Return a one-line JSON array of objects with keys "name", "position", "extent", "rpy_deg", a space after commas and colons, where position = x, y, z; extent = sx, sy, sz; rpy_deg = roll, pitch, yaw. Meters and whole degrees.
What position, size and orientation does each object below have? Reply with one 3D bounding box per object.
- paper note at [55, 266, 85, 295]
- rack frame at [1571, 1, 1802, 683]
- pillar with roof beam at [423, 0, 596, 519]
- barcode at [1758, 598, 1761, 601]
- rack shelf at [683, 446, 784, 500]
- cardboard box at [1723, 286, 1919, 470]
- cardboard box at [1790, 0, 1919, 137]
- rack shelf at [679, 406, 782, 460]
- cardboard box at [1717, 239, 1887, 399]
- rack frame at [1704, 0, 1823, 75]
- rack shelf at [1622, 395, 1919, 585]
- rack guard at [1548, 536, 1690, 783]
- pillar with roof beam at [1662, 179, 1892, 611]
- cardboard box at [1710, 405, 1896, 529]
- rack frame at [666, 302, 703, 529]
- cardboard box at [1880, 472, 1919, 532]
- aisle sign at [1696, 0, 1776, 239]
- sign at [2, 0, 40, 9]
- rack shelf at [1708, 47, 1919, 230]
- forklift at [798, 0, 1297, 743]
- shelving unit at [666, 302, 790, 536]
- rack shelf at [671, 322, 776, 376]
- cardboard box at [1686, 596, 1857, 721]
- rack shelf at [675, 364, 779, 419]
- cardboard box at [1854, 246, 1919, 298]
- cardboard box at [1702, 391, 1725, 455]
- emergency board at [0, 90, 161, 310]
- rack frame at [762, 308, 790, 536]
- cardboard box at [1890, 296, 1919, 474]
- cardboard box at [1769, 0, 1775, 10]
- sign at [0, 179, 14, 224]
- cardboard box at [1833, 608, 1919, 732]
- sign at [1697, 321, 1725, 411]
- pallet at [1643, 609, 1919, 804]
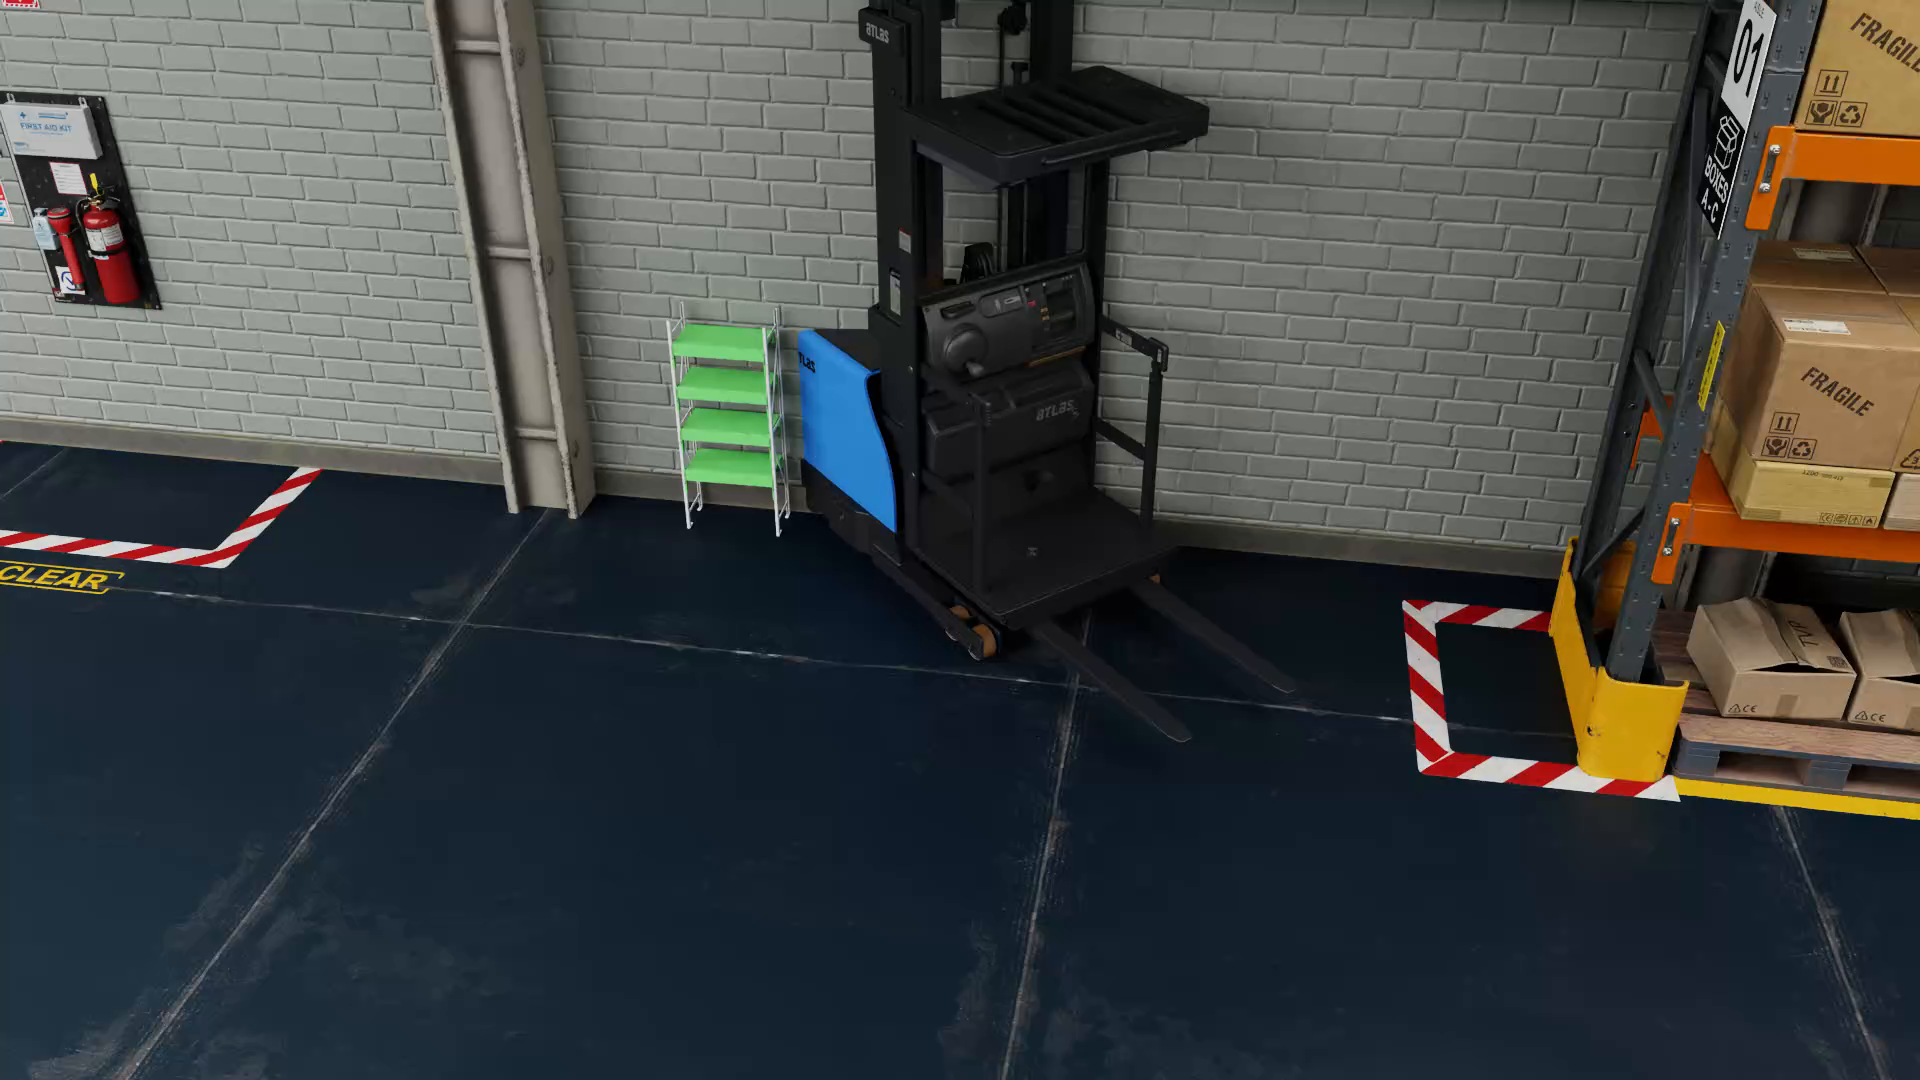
[{"name": "paper note", "position": [-4.812, -1.403, 8.994], "extent": [0.142, 0.148, 0.016], "rpy_deg": [5, 32, 8]}, {"name": "rack frame", "position": [2.859, -0.558, 6.815], "extent": [0.127, 3.000, 1.000], "rpy_deg": [5, 32, 8]}, {"name": "pillar with roof beam", "position": [-2.944, -1.775, 3.105], "extent": [0.400, 9.000, 9.100], "rpy_deg": [5, 32, 8]}, {"name": "barcode", "position": [3.611, 0.292, 7.567], "extent": [0.075, 0.075, 0.001], "rpy_deg": [5, 32, 8]}, {"name": "rack shelf", "position": [-1.183, -0.355, 8.758], "extent": [0.480, 0.148, 0.258], "rpy_deg": [5, 32, 8]}, {"name": "cardboard box", "position": [3.279, -0.621, 6.331], "extent": [0.500, 0.500, 0.500], "rpy_deg": [5, 32, 8]}, {"name": "cardboard box", "position": [3.146, -1.720, 5.731], "extent": [0.500, 0.500, 0.500], "rpy_deg": [6, 33, 9]}, {"name": "rack shelf", "position": [-1.183, -0.558, 8.631], "extent": [0.480, 0.148, 0.258], "rpy_deg": [5, 32, 8]}, {"name": "cardboard box", "position": [3.359, -0.890, 6.761], "extent": [0.500, 0.500, 0.500], "rpy_deg": [5, 32, 8]}, {"name": "rack frame", "position": [2.859, -3.101, 5.223], "extent": [0.127, 3.000, 1.000], "rpy_deg": [5, 32, 8]}, {"name": "rack shelf", "position": [4.830, -0.075, 6.720], "extent": [4.000, 0.370, 1.077], "rpy_deg": [5, 32, 8]}, {"name": "rack guard", "position": [2.934, 0.508, 7.467], "extent": [0.348, 0.500, 1.175], "rpy_deg": [5, 32, 8]}, {"name": "pillar with roof beam", "position": [2.970, -1.240, 2.249], "extent": [0.400, 9.000, 9.100], "rpy_deg": [5, 32, 8]}, {"name": "cardboard box", "position": [3.287, -0.294, 6.514], "extent": [0.500, 0.250, 0.500], "rpy_deg": [4, 32, 7]}, {"name": "rack frame", "position": [-1.424, -0.633, 8.630], "extent": [0.015, 1.200, 0.240], "rpy_deg": [5, 32, 8]}, {"name": "cardboard box", "position": [3.801, -0.255, 6.452], "extent": [0.500, 0.250, 0.500], "rpy_deg": [4, 32, 7]}, {"name": "aisle sign", "position": [2.738, -1.510, 5.885], "extent": [0.004, 0.787, 0.394], "rpy_deg": [5, 32, 8]}, {"name": "sign", "position": [-4.641, -2.760, 8.147], "extent": [0.199, 0.298, 0.001], "rpy_deg": [5, 32, 8]}, {"name": "rack shelf", "position": [4.830, -1.346, 5.925], "extent": [4.000, 0.370, 1.077], "rpy_deg": [5, 32, 8]}, {"name": "forklift", "position": [0.353, -0.966, 7.532], "extent": [1.130, 2.935, 3.031], "rpy_deg": [-20, 37, -28]}, {"name": "shelving unit", "position": [-1.183, -0.612, 8.597], "extent": [0.503, 1.200, 0.258], "rpy_deg": [5, 32, 8]}, {"name": "rack shelf", "position": [-1.183, -0.965, 8.376], "extent": [0.480, 0.148, 0.258], "rpy_deg": [5, 32, 8]}, {"name": "cardboard box", "position": [3.526, 0.504, 7.238], "extent": [0.500, 0.311, 0.500], "rpy_deg": [2, 32, 3]}, {"name": "rack shelf", "position": [-1.183, -0.761, 8.504], "extent": [0.480, 0.148, 0.258], "rpy_deg": [5, 32, 8]}, {"name": "cardboard box", "position": [3.854, -0.840, 6.681], "extent": [0.500, 0.500, 0.500], "rpy_deg": [6, 32, 9]}, {"name": "cardboard box", "position": [3.352, -0.563, 6.945], "extent": [0.500, 0.250, 0.500], "rpy_deg": [6, 32, 9]}, {"name": "emergency board", "position": [-4.650, -1.724, 8.678], "extent": [0.643, 1.169, 0.194], "rpy_deg": [5, 32, 8]}, {"name": "rack frame", "position": [-0.942, -0.592, 8.564], "extent": [0.015, 1.200, 0.240], "rpy_deg": [5, 32, 8]}, {"name": "cardboard box", "position": [3.764, -0.572, 6.252], "extent": [0.500, 0.500, 0.500], "rpy_deg": [5, 32, 8]}, {"name": "cardboard box", "position": [3.313, -1.976, 6.139], "extent": [0.500, 0.500, 0.500], "rpy_deg": [7, 33, 12]}, {"name": "sign", "position": [-5.177, -1.843, 8.833], "extent": [0.234, 0.329, 0.001], "rpy_deg": [5, 32, 8]}, {"name": "cardboard box", "position": [4.088, 0.555, 7.156], "extent": [0.500, 0.311, 0.500], "rpy_deg": [8, 33, 12]}, {"name": "sign", "position": [2.768, -0.641, 6.132], "extent": [0.005, 0.325, 0.100], "rpy_deg": [5, 32, 8]}, {"name": "pallet", "position": [3.729, 0.721, 7.398], "extent": [1.213, 0.211, 1.003], "rpy_deg": [5, 32, 8]}]
